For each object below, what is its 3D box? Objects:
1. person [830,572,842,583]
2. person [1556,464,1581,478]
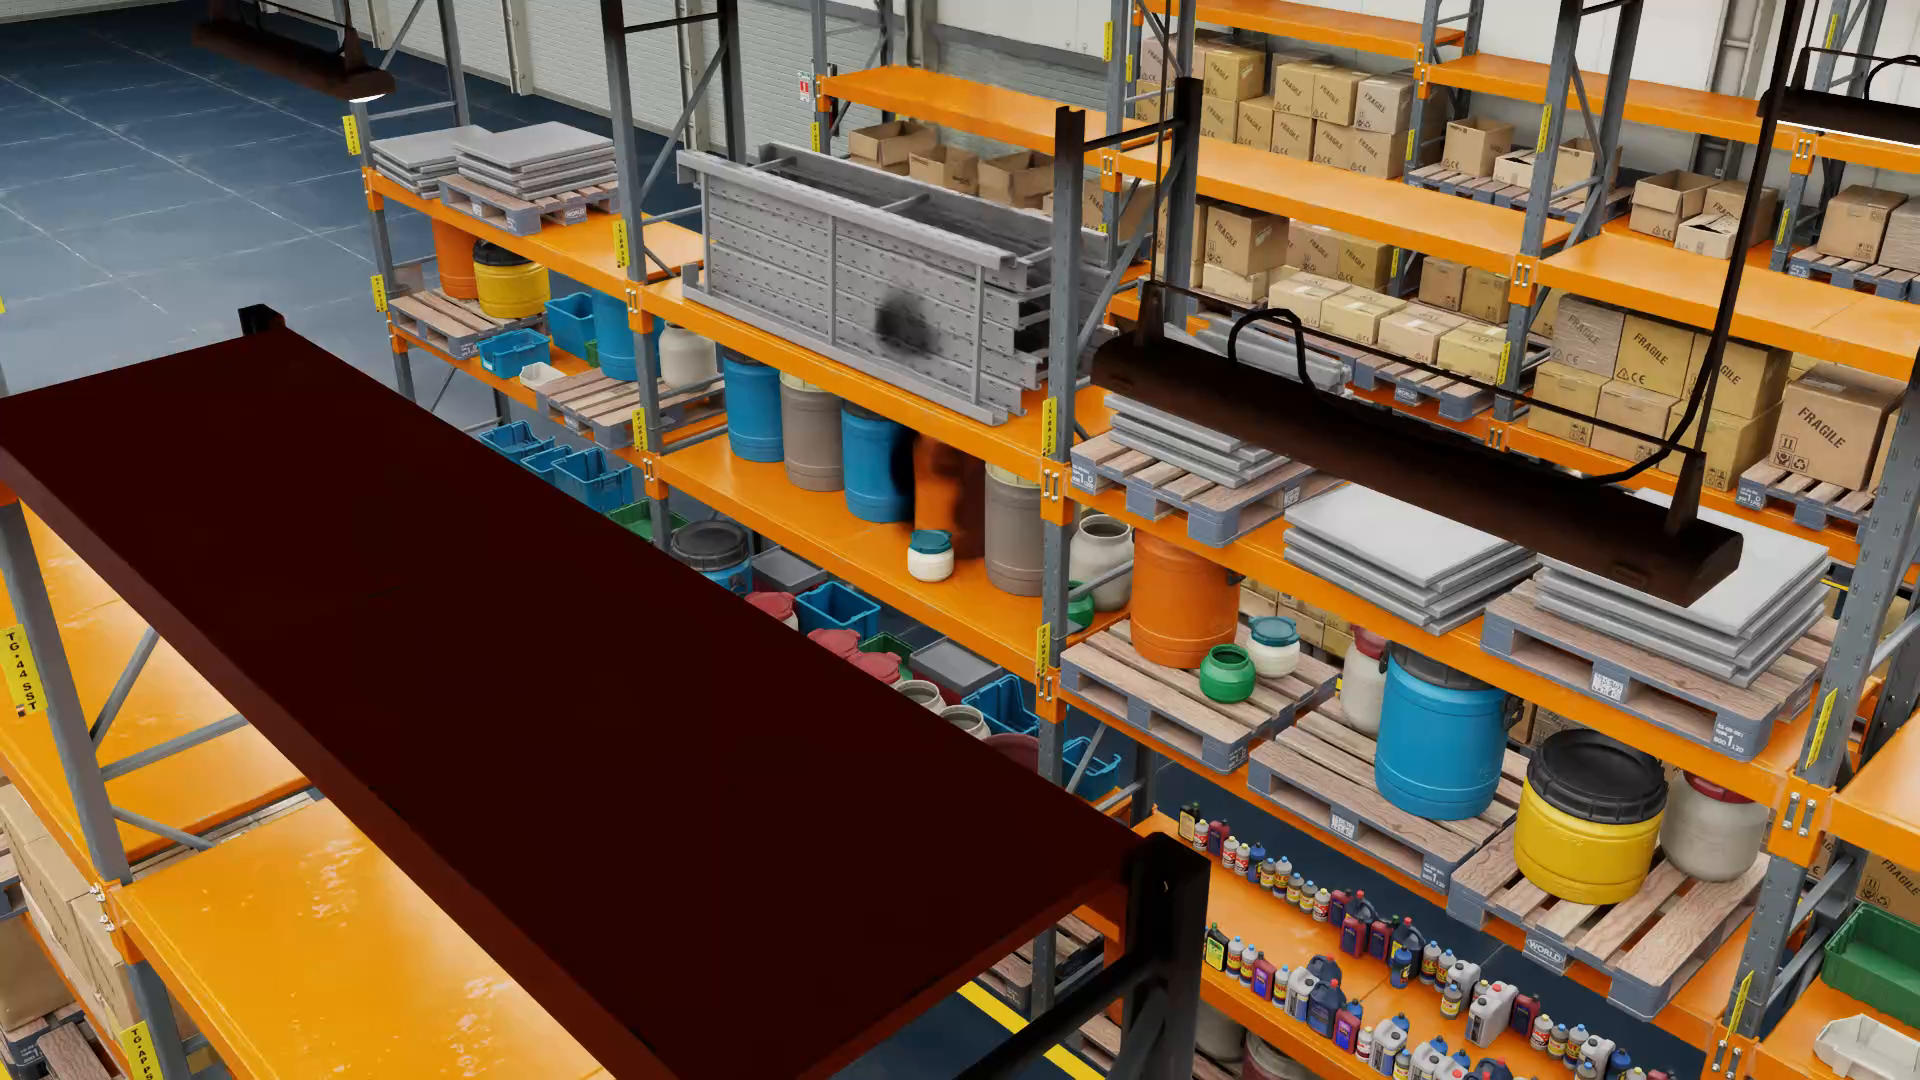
[{"bbox_3d":[-1.337,-0.280,15.671,0.759,1.615,0.585,18,33,29],"label":"person"},{"bbox_3d":[5.781,-0.465,15.978,0.861,1.661,0.630,20,34,32],"label":"person"}]
